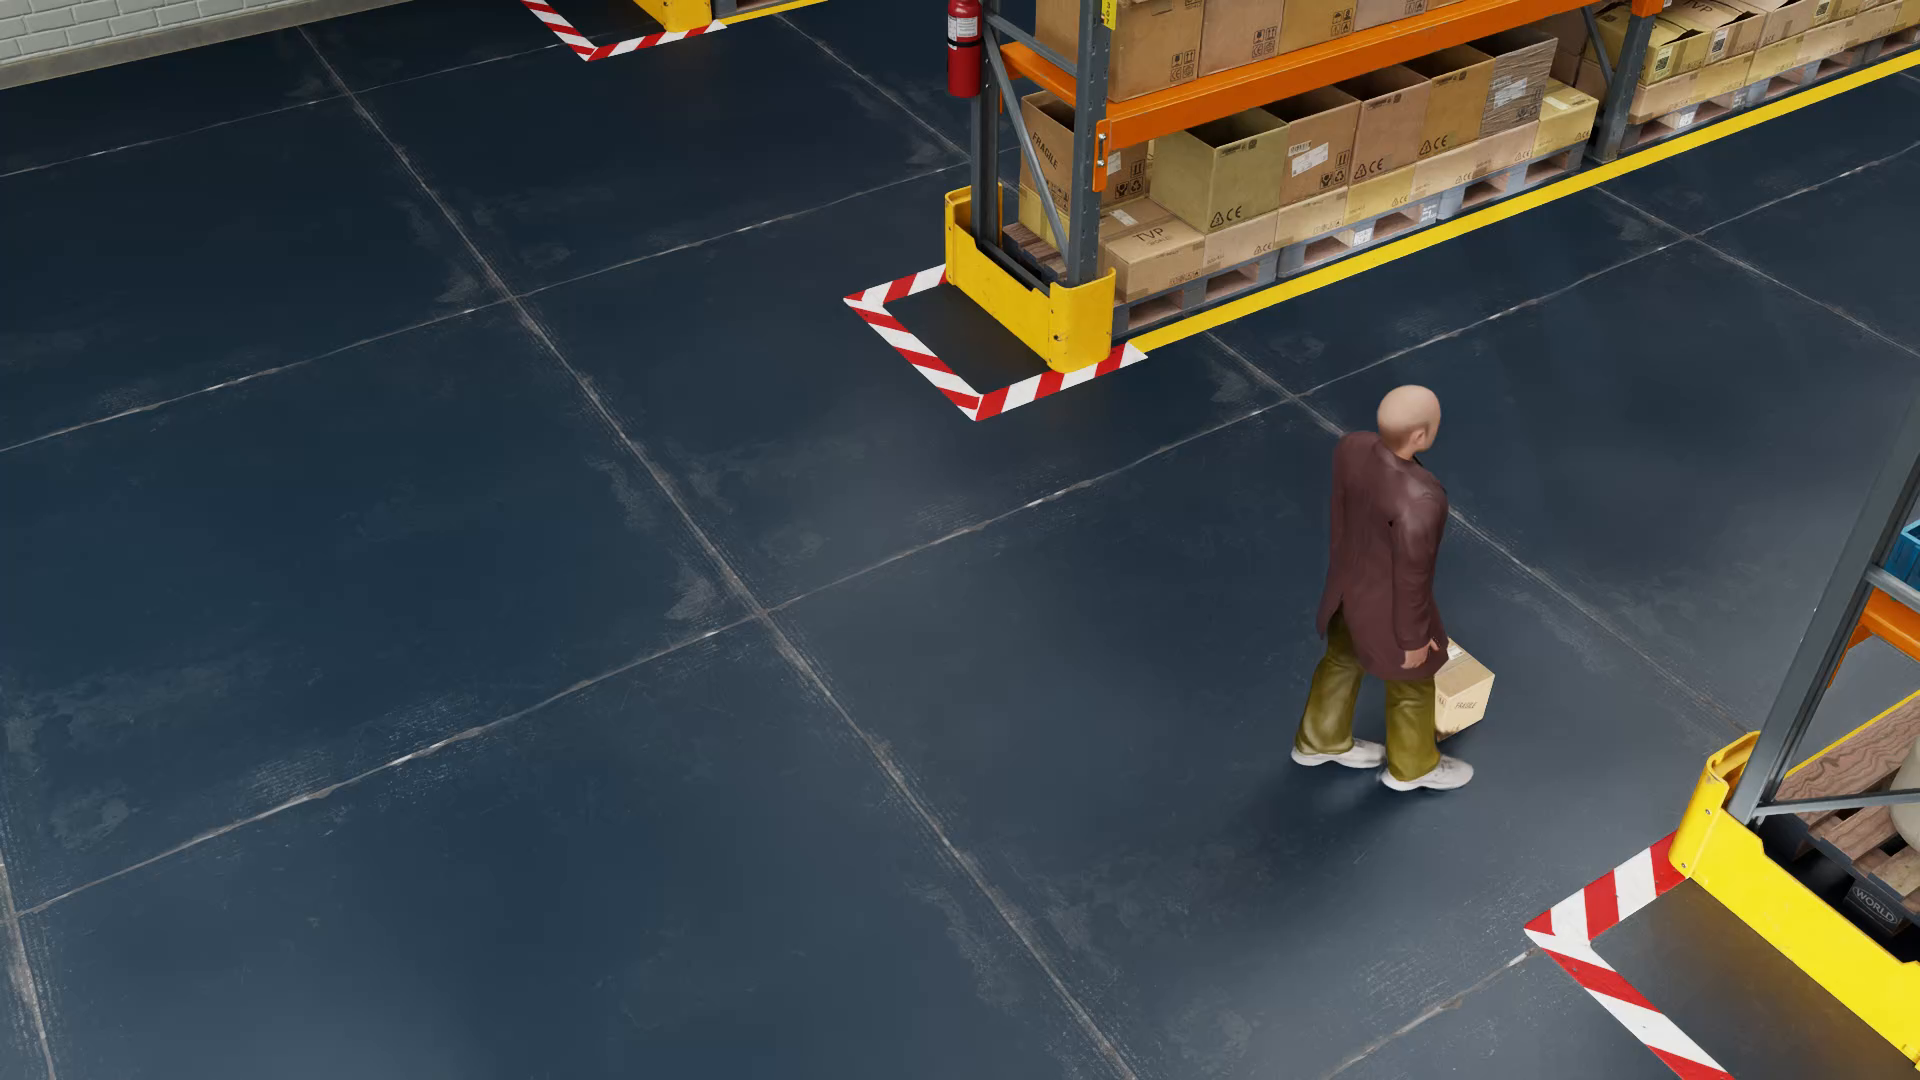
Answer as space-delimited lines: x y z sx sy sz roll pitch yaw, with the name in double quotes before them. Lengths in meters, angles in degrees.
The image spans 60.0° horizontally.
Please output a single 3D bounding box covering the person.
"person" 1.627 0.175 5.960 0.625 1.780 0.591 -13 42 -15
